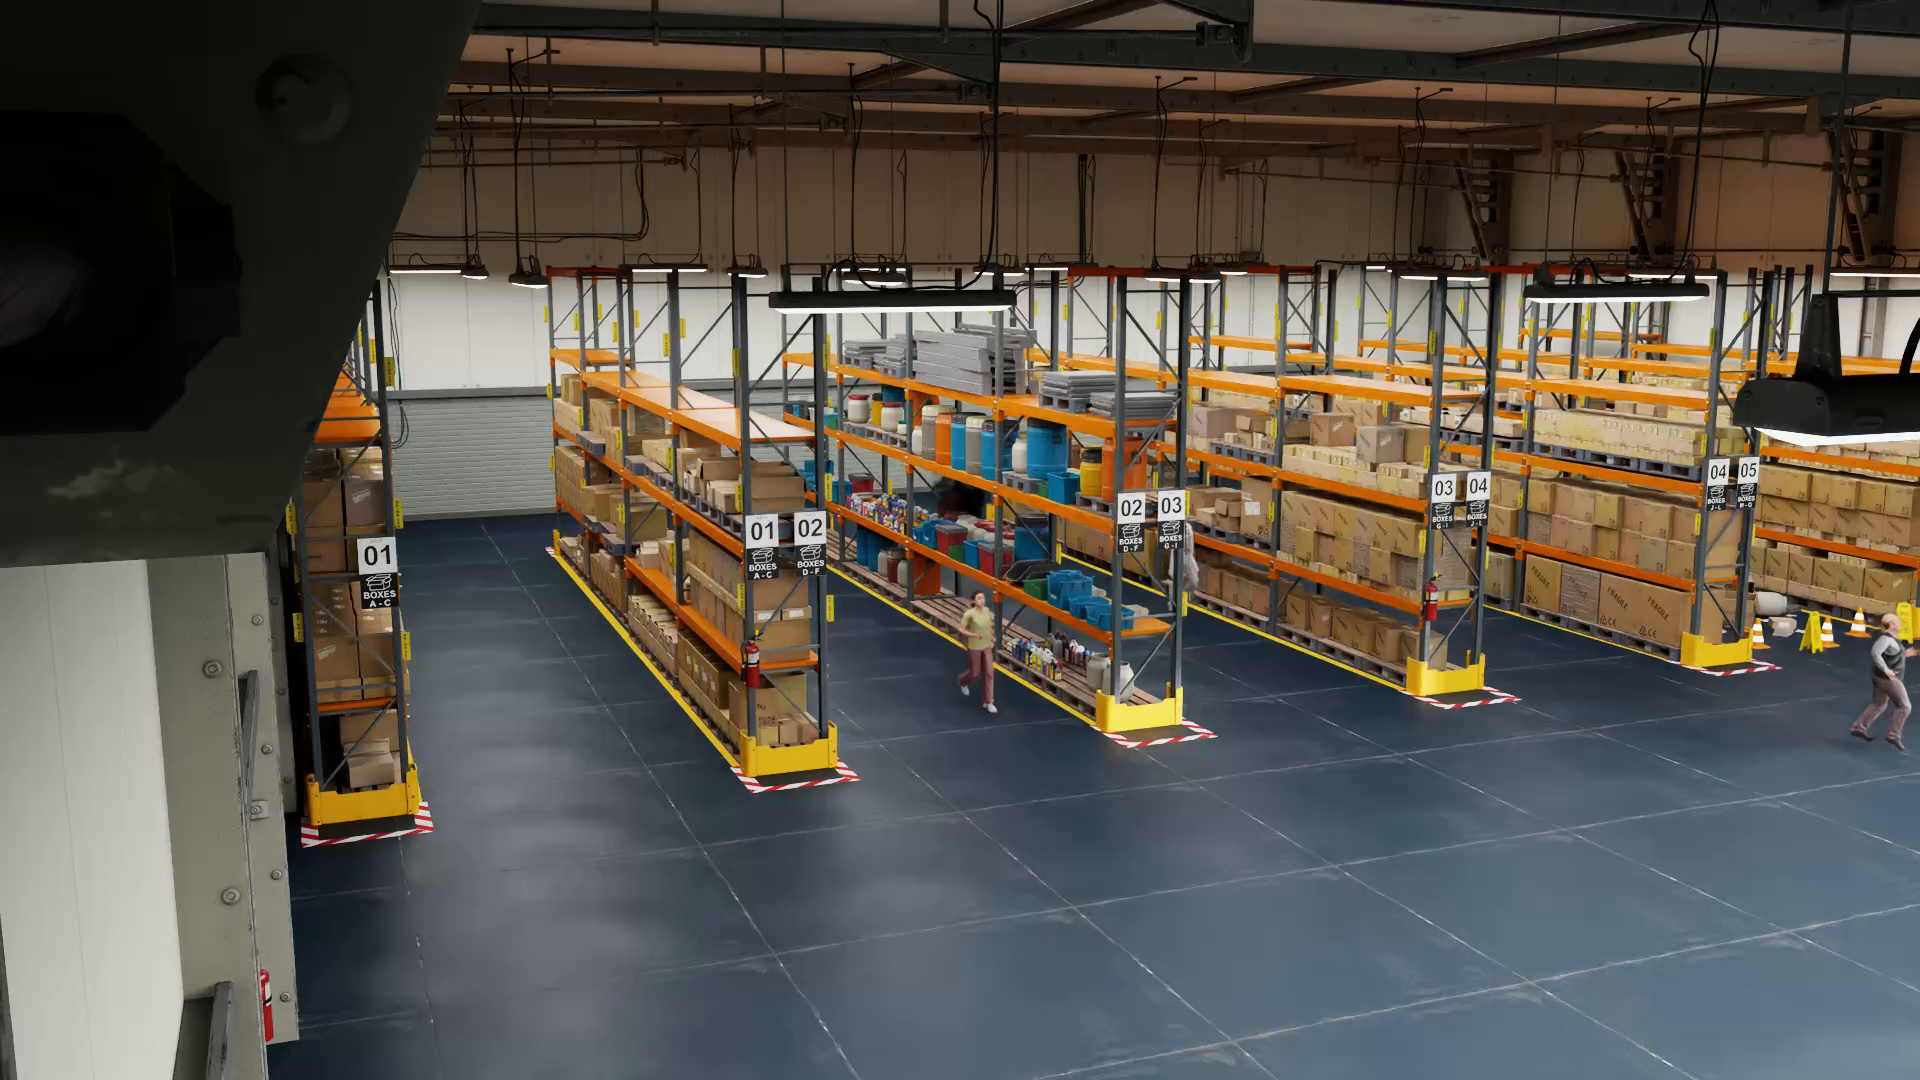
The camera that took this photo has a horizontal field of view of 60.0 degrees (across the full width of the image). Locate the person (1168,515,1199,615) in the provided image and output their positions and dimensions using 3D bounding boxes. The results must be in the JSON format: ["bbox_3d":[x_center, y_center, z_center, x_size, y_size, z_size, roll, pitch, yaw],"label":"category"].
[{"bbox_3d":[3.753,0.386,27.793,0.687,1.810,0.690,-6,11,-29],"label":"person"}]

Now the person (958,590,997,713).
[{"bbox_3d":[0.254,1.511,23.162,0.578,1.657,0.935,-6,11,-29],"label":"person"}]

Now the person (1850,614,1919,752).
[{"bbox_3d":[11.876,1.819,21.301,0.724,1.778,0.639,3,10,16],"label":"person"}]
